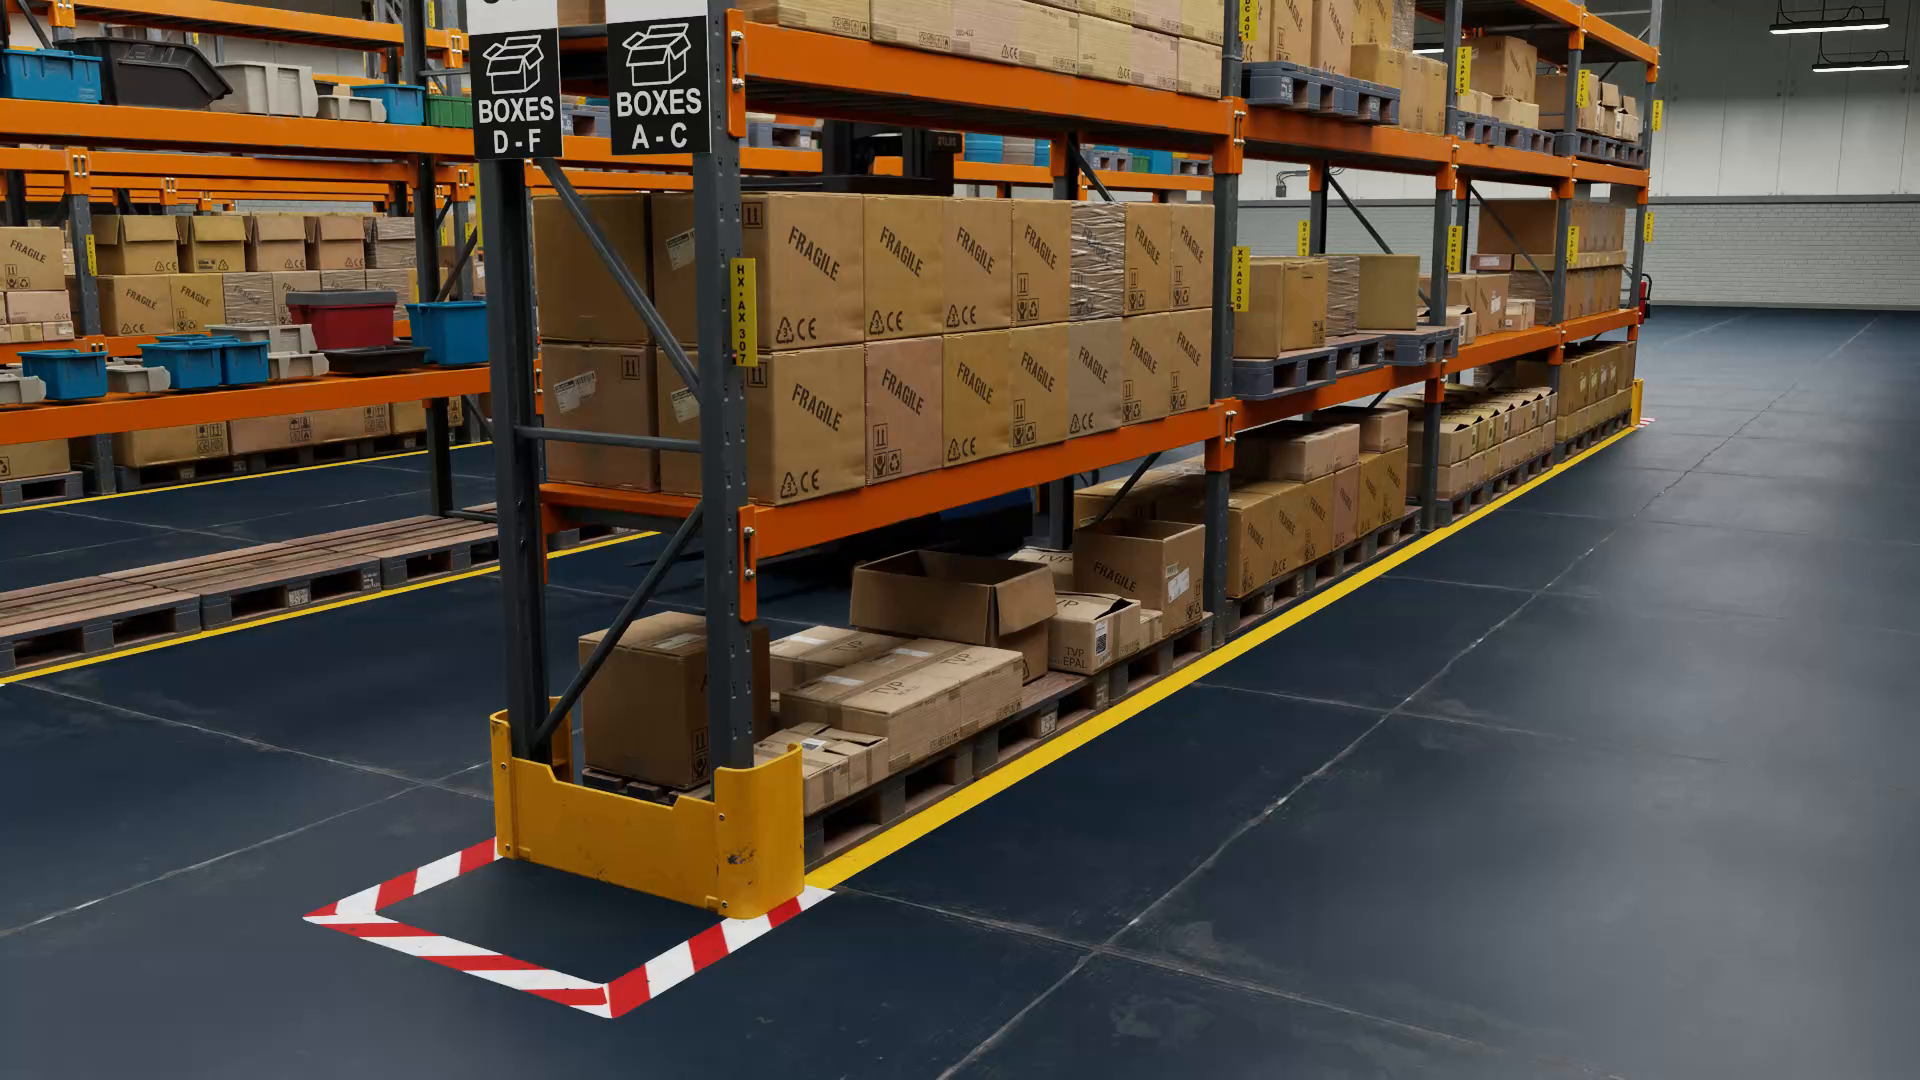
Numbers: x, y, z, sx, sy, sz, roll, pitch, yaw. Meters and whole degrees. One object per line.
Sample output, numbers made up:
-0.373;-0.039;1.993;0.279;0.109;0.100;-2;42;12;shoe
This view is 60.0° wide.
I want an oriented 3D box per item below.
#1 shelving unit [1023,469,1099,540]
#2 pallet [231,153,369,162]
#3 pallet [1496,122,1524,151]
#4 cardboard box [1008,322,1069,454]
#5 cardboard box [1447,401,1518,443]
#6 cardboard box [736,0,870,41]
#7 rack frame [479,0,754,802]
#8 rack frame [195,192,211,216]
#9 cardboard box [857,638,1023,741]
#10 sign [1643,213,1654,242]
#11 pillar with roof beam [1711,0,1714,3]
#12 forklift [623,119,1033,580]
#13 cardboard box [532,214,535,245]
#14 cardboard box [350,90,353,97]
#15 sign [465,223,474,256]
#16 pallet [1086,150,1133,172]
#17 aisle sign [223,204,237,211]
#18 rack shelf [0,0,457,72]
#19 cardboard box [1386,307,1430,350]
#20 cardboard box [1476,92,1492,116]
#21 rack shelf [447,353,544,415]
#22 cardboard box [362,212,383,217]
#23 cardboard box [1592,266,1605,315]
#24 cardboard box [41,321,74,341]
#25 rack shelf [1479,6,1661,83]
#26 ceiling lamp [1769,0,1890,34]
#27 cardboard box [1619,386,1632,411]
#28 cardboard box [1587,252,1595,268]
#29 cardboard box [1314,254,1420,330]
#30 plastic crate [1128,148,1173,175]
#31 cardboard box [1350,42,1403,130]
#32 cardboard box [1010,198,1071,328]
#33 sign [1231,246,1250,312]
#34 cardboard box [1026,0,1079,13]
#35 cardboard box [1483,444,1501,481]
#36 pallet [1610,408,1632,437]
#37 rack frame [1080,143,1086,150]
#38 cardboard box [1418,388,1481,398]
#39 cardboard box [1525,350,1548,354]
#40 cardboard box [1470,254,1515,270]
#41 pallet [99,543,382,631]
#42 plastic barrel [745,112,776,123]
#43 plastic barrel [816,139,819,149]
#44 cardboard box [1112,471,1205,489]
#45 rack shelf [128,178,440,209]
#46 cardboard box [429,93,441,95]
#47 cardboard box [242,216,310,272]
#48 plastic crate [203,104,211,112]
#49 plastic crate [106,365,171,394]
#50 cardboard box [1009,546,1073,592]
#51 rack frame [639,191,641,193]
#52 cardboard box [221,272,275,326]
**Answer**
0.529;-0.842;12.289;0.587;1.500;1.083;8;13;38;shelving unit
-6.304;-3.624;15.436;1.003;0.211;1.213;7;13;33;pallet
3.882;-3.251;13.443;1.003;0.211;1.213;7;13;33;pallet
0.117;-0.652;6.929;0.500;0.500;0.500;7;12;31;cardboard box
4.349;-1.007;13.903;0.500;0.311;0.500;6;12;30;cardboard box
-0.642;-1.777;5.464;0.500;0.250;0.500;6;12;31;cardboard box
-1.126;-0.320;5.424;1.000;3.000;0.127;6;12;31;rack frame
-11.830;-4.101;25.621;1.000;3.000;0.127;6;12;31;rack frame
-0.082;0.600;6.789;0.500;0.250;0.500;6;12;31;cardboard box
7.638;-3.467;18.449;0.100;0.325;0.005;6;12;31;sign
23.689;-10.249;42.158;9.100;9.000;0.548;6;12;31;pillar with roof beam
-0.800;-1.256;10.612;1.130;2.935;3.031;8;13;38;forklift
-6.474;-4.556;24.713;0.875;0.550;0.500;6;12;31;cardboard box
-5.692;-4.154;16.330;0.797;0.503;0.637;7;13;34;cardboard box
-4.961;-3.041;16.816;0.100;0.325;0.005;6;12;31;sign
1.164;-4.185;18.433;1.213;0.211;1.003;6;12;31;pallet
-13.712;-6.463;31.177;0.394;0.787;0.004;6;12;31;aisle sign
-6.475;-4.609;15.074;1.077;0.370;4.000;6;12;31;rack shelf
3.254;-1.587;12.436;0.500;0.311;0.500;7;13;34;cardboard box
4.059;-3.519;13.629;0.500;0.250;0.500;5;12;26;cardboard box
-2.242;-1.383;13.062;1.077;0.370;4.000;6;12;31;rack shelf
-10.101;-5.236;27.891;0.700;0.500;0.500;7;12;31;cardboard box
6.396;-2.652;17.613;0.700;0.500;0.500;6;12;31;cardboard box
-7.392;-1.693;13.443;0.380;0.149;0.250;6;12;31;cardboard box
6.143;-4.920;16.736;1.077;0.370;4.000;6;12;31;rack shelf
16.392;-11.140;31.056;2.000;3.185;0.800;6;12;31;ceiling lamp
7.155;-1.578;18.479;0.500;0.250;0.500;6;12;31;cardboard box
6.210;-2.843;16.866;0.380;0.149;0.250;6;12;30;cardboard box
2.797;-1.724;11.510;0.700;0.500;0.500;2;11;12;cardboard box
2.217;-4.448;19.366;0.392;0.384;0.575;6;12;31;plastic crate
2.295;-2.867;10.611;0.910;0.500;0.500;6;12;31;cardboard box
0.122;-1.146;6.849;0.500;0.500;0.500;6;12;30;cardboard box
1.419;-1.324;8.434;0.100;0.325;0.005;6;12;31;sign
0.146;-2.257;6.672;0.500;0.250;0.500;6;12;31;cardboard box
4.075;-0.648;13.512;0.500;0.250;0.500;6;12;29;cardboard box
6.820;-1.341;18.458;1.003;0.211;1.213;6;12;31;pallet
0.873;-5.629;17.484;1.000;3.000;0.127;6;12;31;rack frame
4.412;-1.218;15.030;0.500;0.311;0.500;6;12;30;cardboard box
5.684;-1.681;16.988;0.500;0.500;0.500;6;12;31;cardboard box
5.062;-2.638;15.774;0.380;0.149;0.250;6;12;31;cardboard box
-4.262;0.260;9.906;1.003;0.211;1.213;6;12;31;pallet
-1.635;-3.482;13.398;0.301;0.262;0.301;0;11;0;plastic barrel
-1.119;-3.493;14.648;0.294;0.245;0.294;0;11;0;plastic barrel
1.226;-0.118;9.946;0.500;0.500;0.500;6;12;31;cardboard box
-8.585;-4.450;21.290;1.077;0.370;4.000;6;12;31;rack shelf
-5.403;-4.393;17.401;0.500;0.500;0.500;7;13;32;cardboard box
-6.514;-2.745;15.383;0.797;0.503;0.637;7;13;33;cardboard box
-4.497;-2.487;9.566;0.437;0.136;0.530;6;12;31;plastic crate
-4.358;-0.850;8.810;0.250;0.136;0.298;6;12;31;plastic crate
0.548;0.202;8.749;0.500;0.311;0.500;6;12;31;cardboard box
-5.470;-4.273;26.540;1.000;3.000;0.127;6;12;31;rack frame
-6.541;-2.151;14.936;0.500;0.500;0.500;6;12;29;cardboard box
